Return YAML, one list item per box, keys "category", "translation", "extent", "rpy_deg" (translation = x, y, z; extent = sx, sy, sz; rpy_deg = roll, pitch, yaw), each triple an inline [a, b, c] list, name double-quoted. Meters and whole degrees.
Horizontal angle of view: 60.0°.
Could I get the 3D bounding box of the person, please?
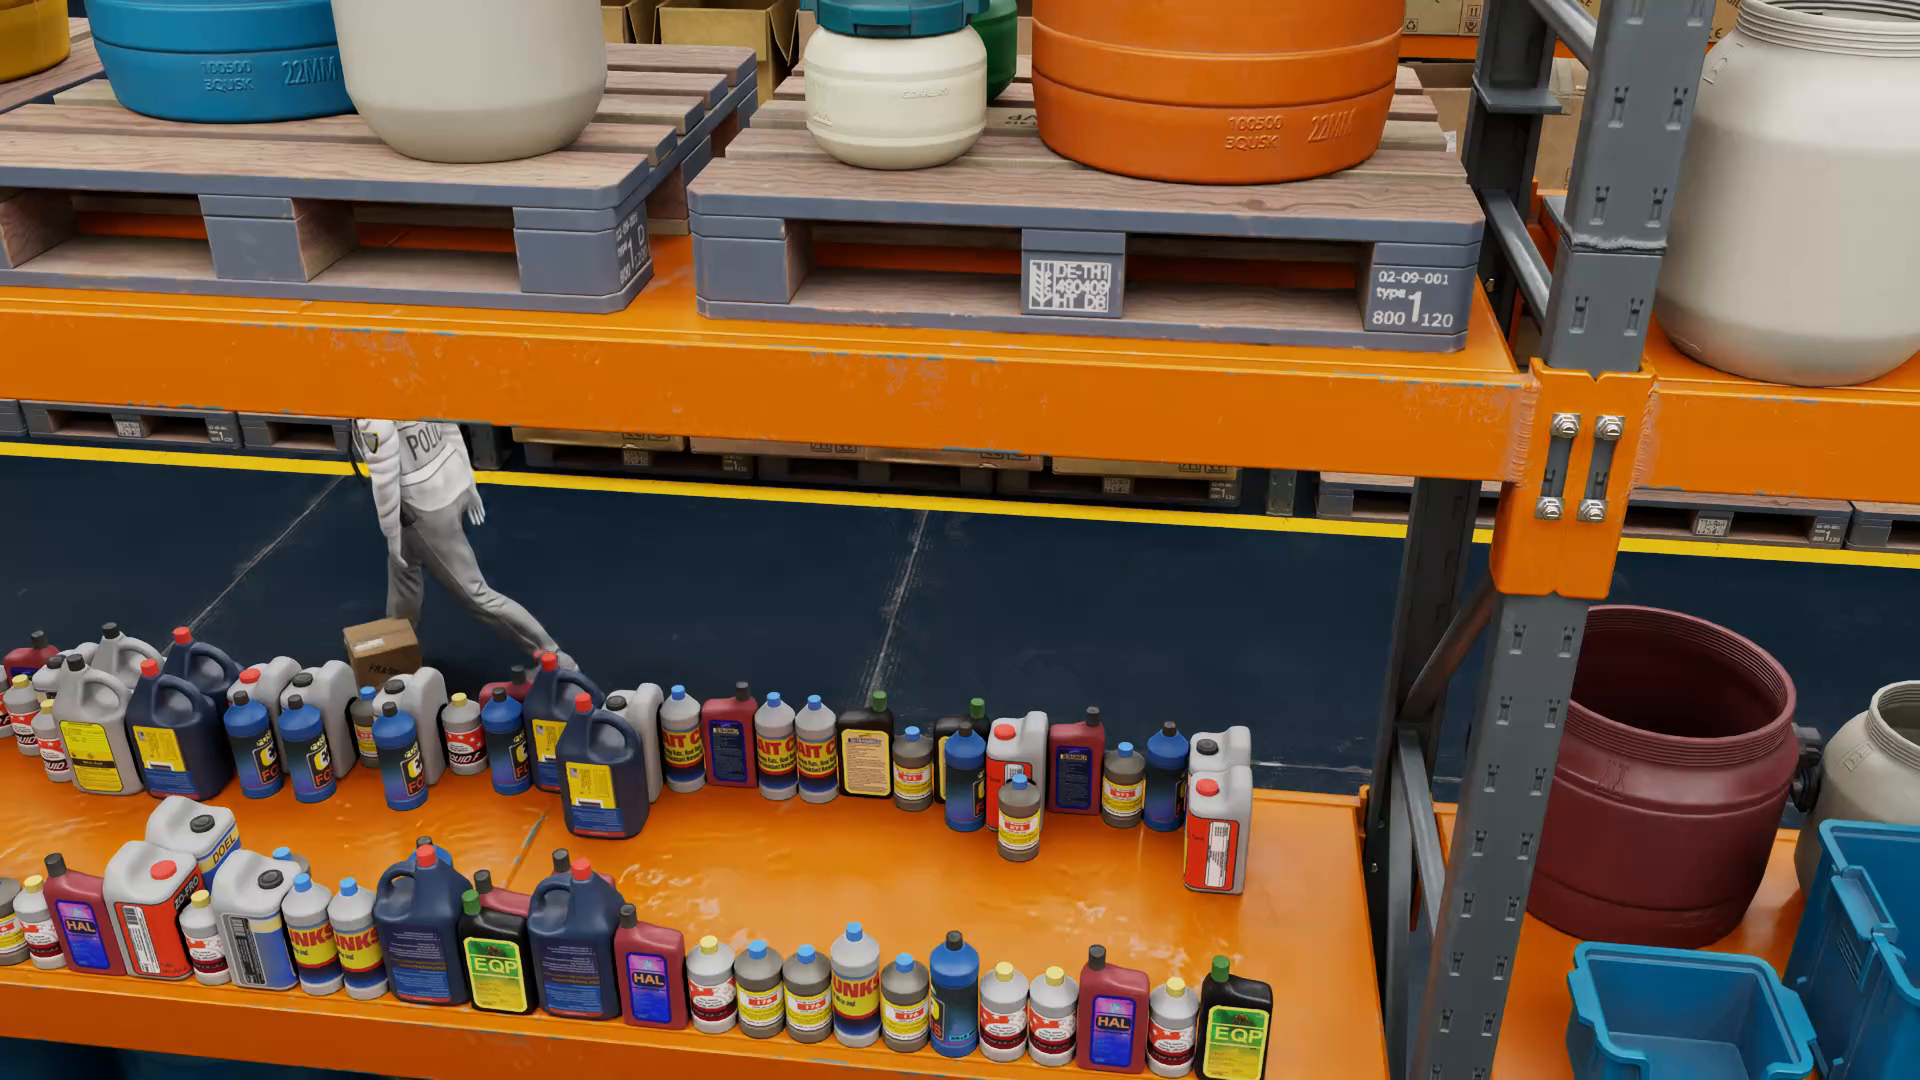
- category: "person"
  translation: [-2.043, -0.134, 6.398]
  extent: [1.091, 1.608, 0.488]
  rpy_deg: [4, 29, 8]
